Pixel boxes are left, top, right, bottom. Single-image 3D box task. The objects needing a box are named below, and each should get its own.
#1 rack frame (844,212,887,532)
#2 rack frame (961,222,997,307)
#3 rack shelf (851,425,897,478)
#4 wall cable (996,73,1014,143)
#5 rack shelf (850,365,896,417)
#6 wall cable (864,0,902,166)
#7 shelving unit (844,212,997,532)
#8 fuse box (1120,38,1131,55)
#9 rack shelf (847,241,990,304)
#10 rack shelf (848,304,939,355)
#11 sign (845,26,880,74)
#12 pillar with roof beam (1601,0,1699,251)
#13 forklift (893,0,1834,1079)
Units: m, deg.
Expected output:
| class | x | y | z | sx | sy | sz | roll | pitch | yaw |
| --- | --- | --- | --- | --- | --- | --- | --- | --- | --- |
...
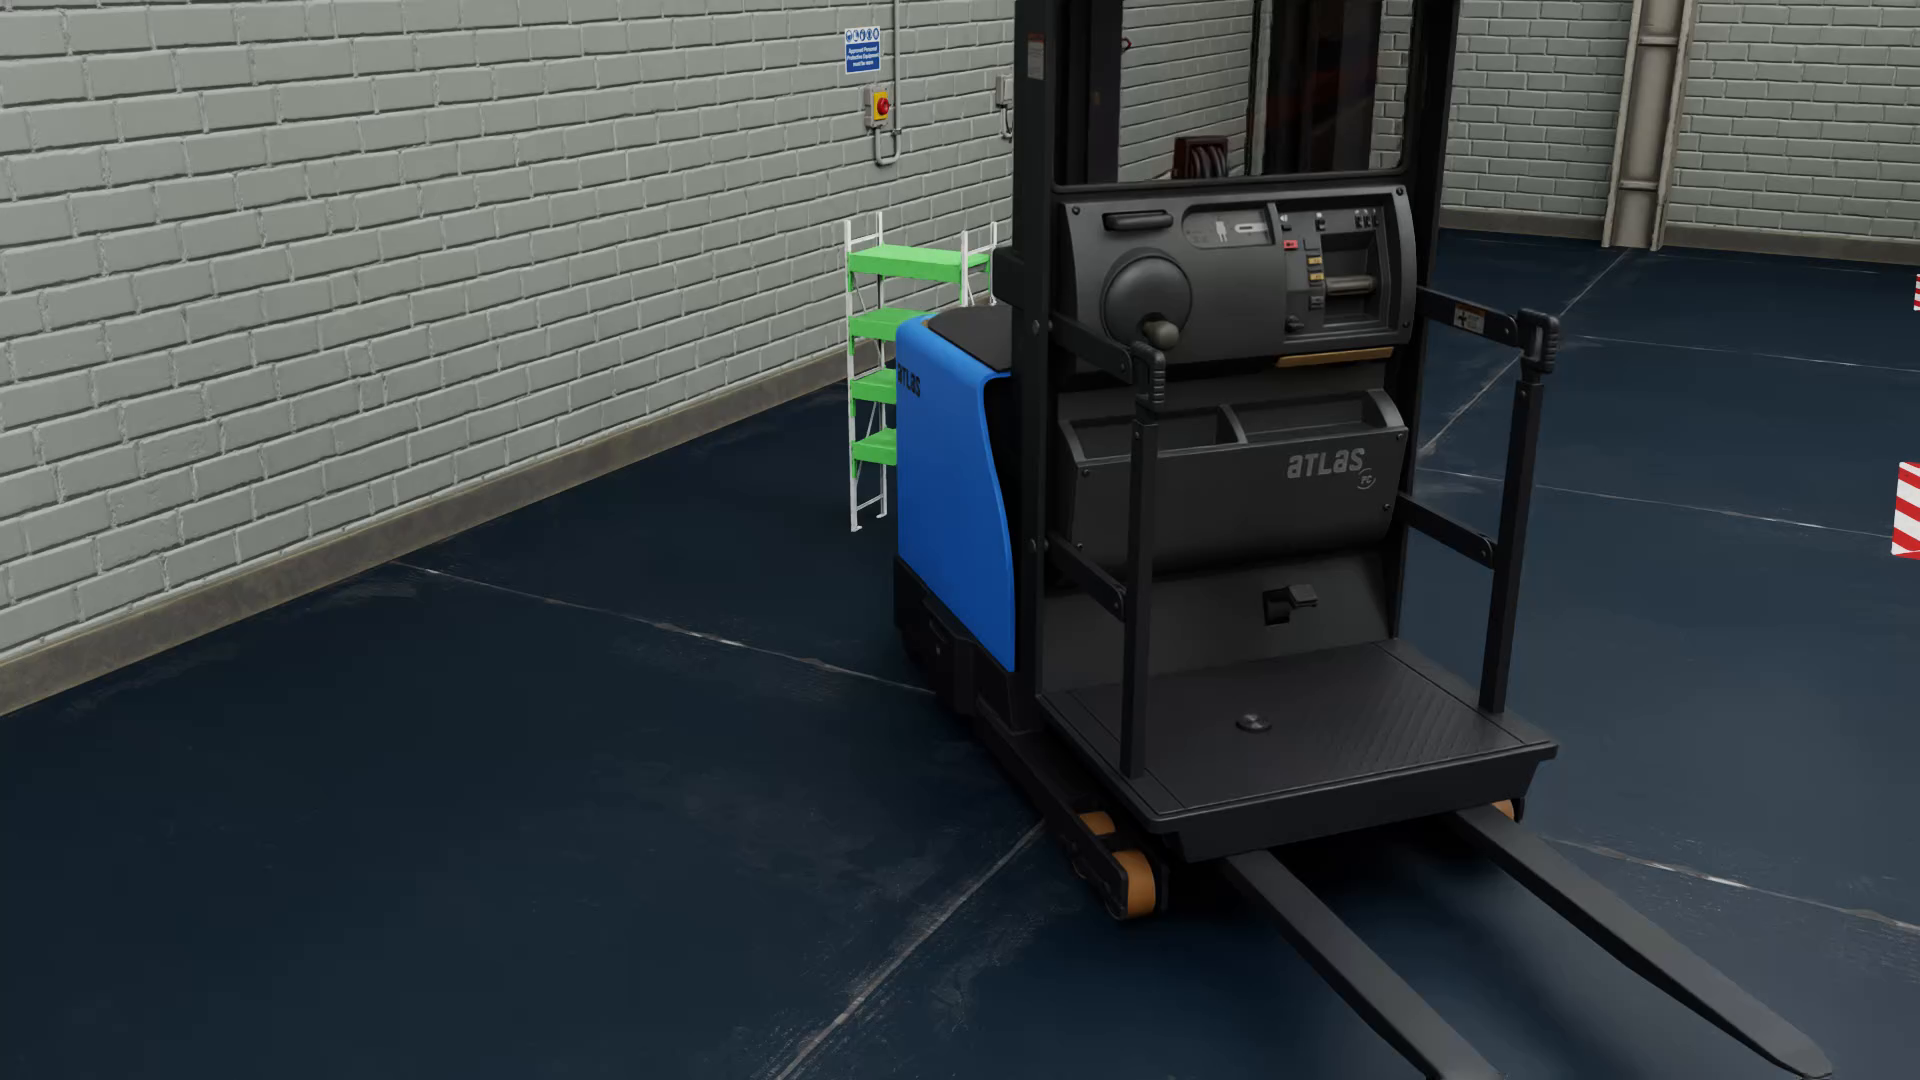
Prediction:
| class | x | y | z | sx | sy | sz | roll | pitch | yaw |
| --- | --- | --- | --- | --- | --- | --- | --- | --- | --- |
| rack frame | -0.358 | -0.632 | 6.348 | 0.015 | 1.200 | 0.240 | 11 | 23 | 27 |
| rack frame | 0.069 | -0.551 | 6.125 | 0.015 | 1.200 | 0.240 | 11 | 23 | 27 |
| rack shelf | -0.145 | -0.306 | 6.340 | 0.480 | 0.148 | 0.258 | 11 | 23 | 27 |
| wall cable | 0.269 | -3.249 | 9.433 | 0.122 | 1.984 | 0.588 | 11 | 23 | 27 |
| rack shelf | -0.145 | -0.532 | 6.258 | 0.480 | 0.148 | 0.258 | 11 | 23 | 27 |
| wall cable | -0.412 | -2.839 | 8.258 | 0.123 | 1.953 | 0.585 | 11 | 23 | 27 |
| shelving unit | -0.145 | -0.592 | 6.236 | 0.503 | 1.200 | 0.258 | 11 | 23 | 27 |
| fuse box | 0.740 | -2.343 | 10.314 | 0.414 | 1.711 | 0.539 | 11 | 23 | 27 |
| rack shelf | -0.145 | -0.983 | 6.095 | 0.480 | 0.148 | 0.258 | 11 | 23 | 27 |
| rack shelf | -0.145 | -0.757 | 6.176 | 0.480 | 0.148 | 0.258 | 11 | 23 | 27 |
| sign | -0.489 | -2.470 | 8.379 | 0.001 | 0.218 | 0.327 | 11 | 23 | 27 |
| pillar with roof beam | 2.926 | -5.150 | 7.366 | 0.400 | 9.000 | 9.100 | 11 | 23 | 27 |
| forklift | 0.767 | -0.644 | 3.841 | 1.130 | 2.935 | 3.031 | -7 | 21 | -19 |
